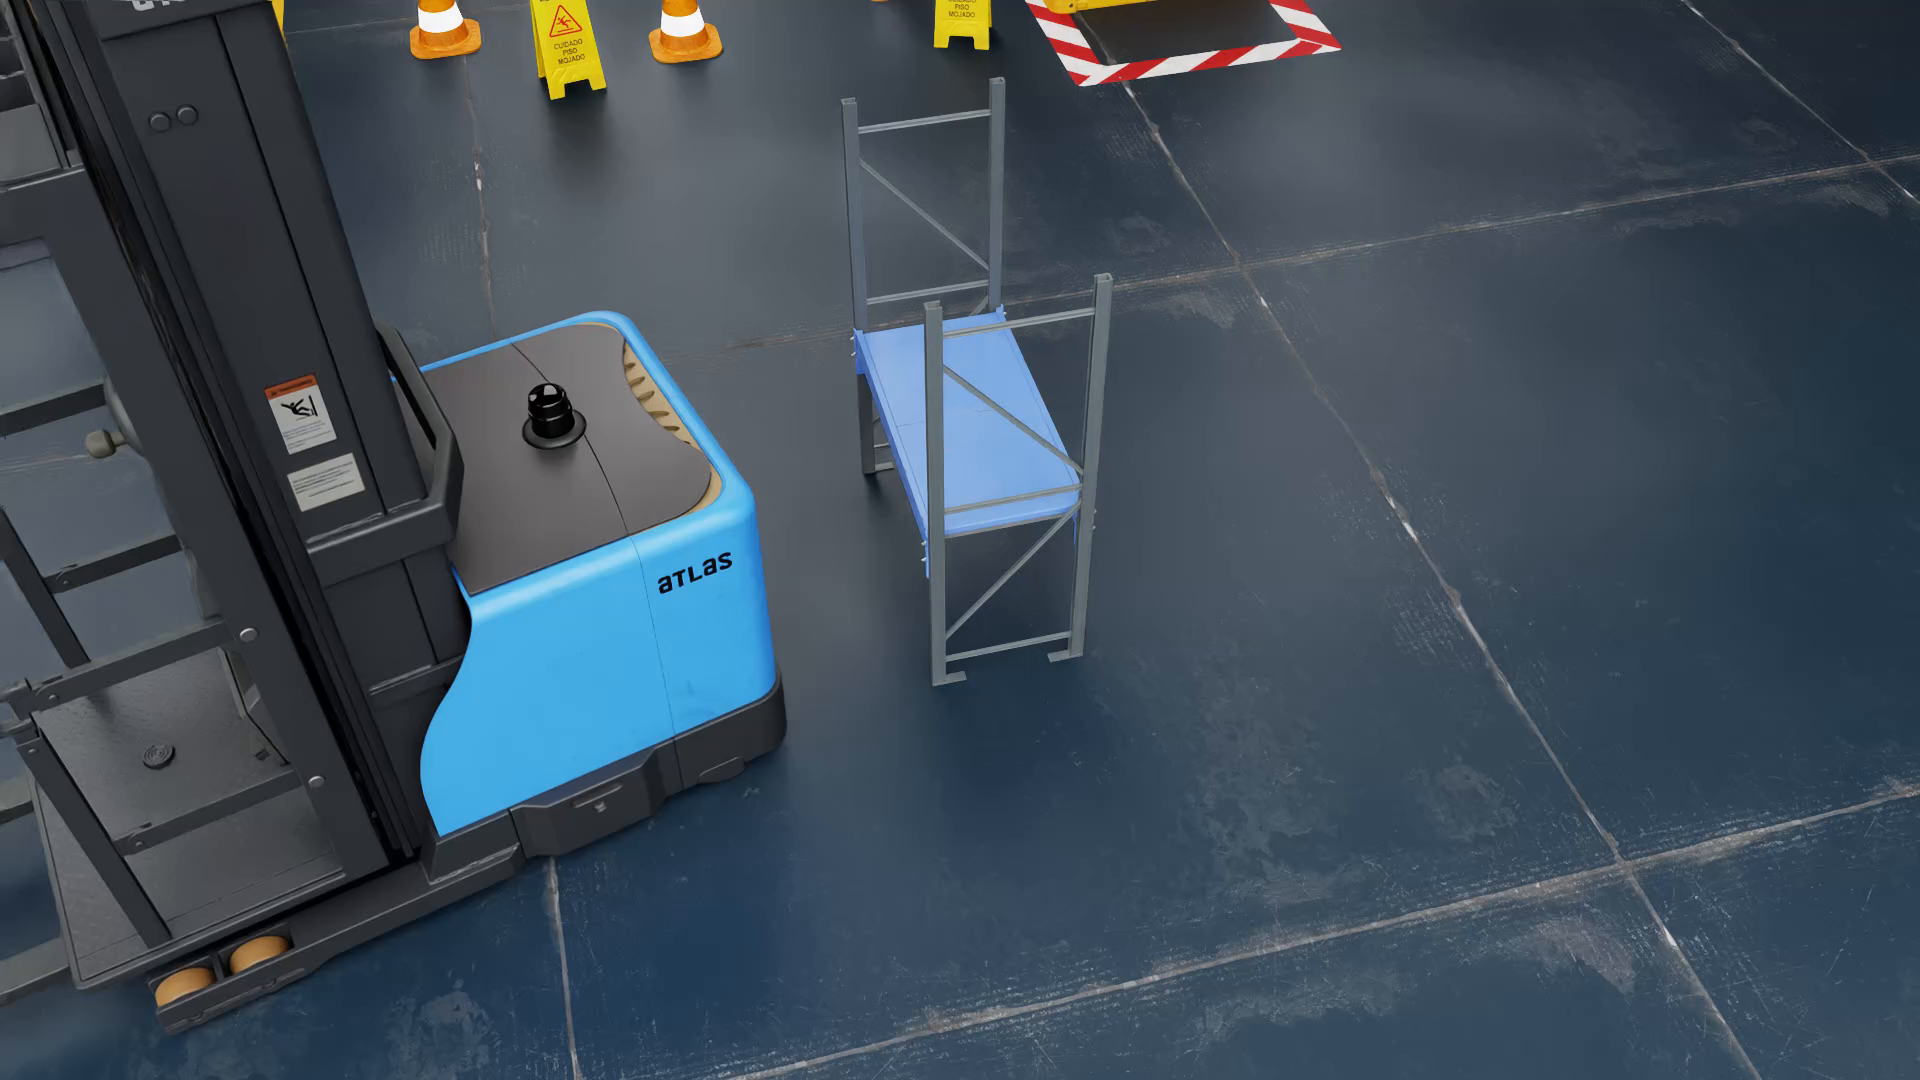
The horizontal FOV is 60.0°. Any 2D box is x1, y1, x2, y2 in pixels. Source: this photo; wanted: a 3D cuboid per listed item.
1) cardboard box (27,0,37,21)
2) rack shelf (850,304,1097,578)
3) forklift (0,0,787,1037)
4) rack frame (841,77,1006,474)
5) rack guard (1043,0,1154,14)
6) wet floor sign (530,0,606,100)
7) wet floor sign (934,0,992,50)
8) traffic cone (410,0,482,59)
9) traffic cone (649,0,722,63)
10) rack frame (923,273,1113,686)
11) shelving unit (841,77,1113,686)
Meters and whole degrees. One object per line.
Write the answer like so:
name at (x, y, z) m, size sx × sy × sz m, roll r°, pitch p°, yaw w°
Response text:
cardboard box at (-3.995, -2.734, 7.523) m, size 0.875 × 0.875 × 0.875 m, roll -10°, pitch 47°, yaw -10°
rack shelf at (0.022, -0.340, 5.285) m, size 0.538 × 0.185 × 1.000 m, roll -11°, pitch 47°, yaw -10°
forklift at (-2.063, -0.154, 3.849) m, size 3.031 × 2.935 × 1.130 m, roll -22°, pitch 50°, yaw -21°
rack frame at (-0.108, -0.817, 5.501) m, size 0.500 × 1.500 × 0.032 m, roll -11°, pitch 47°, yaw -10°
rack guard at (0.983, -3.027, 8.367) m, size 1.175 × 0.500 × 0.348 m, roll -11°, pitch 47°, yaw -10°
wet floor sign at (-1.836, -2.393, 7.643) m, size 0.267 × 0.644 × 0.232 m, roll -18°, pitch 48°, yaw -17°
wet floor sign at (0.016, -2.699, 7.943) m, size 0.267 × 0.644 × 0.232 m, roll 4°, pitch 46°, yaw 4°
traffic cone at (-2.520, -2.613, 7.987) m, size 0.336 × 0.463 × 0.334 m, roll -11°, pitch 47°, yaw -10°
traffic cone at (-1.341, -2.585, 7.959) m, size 0.336 × 0.463 × 0.334 m, roll -11°, pitch 47°, yaw -10°
rack frame at (0.152, -0.115, 4.813) m, size 0.500 × 1.500 × 0.032 m, roll -11°, pitch 47°, yaw -10°
shelving unit at (0.022, -0.466, 5.157) m, size 0.538 × 1.500 × 1.048 m, roll -11°, pitch 47°, yaw -10°
